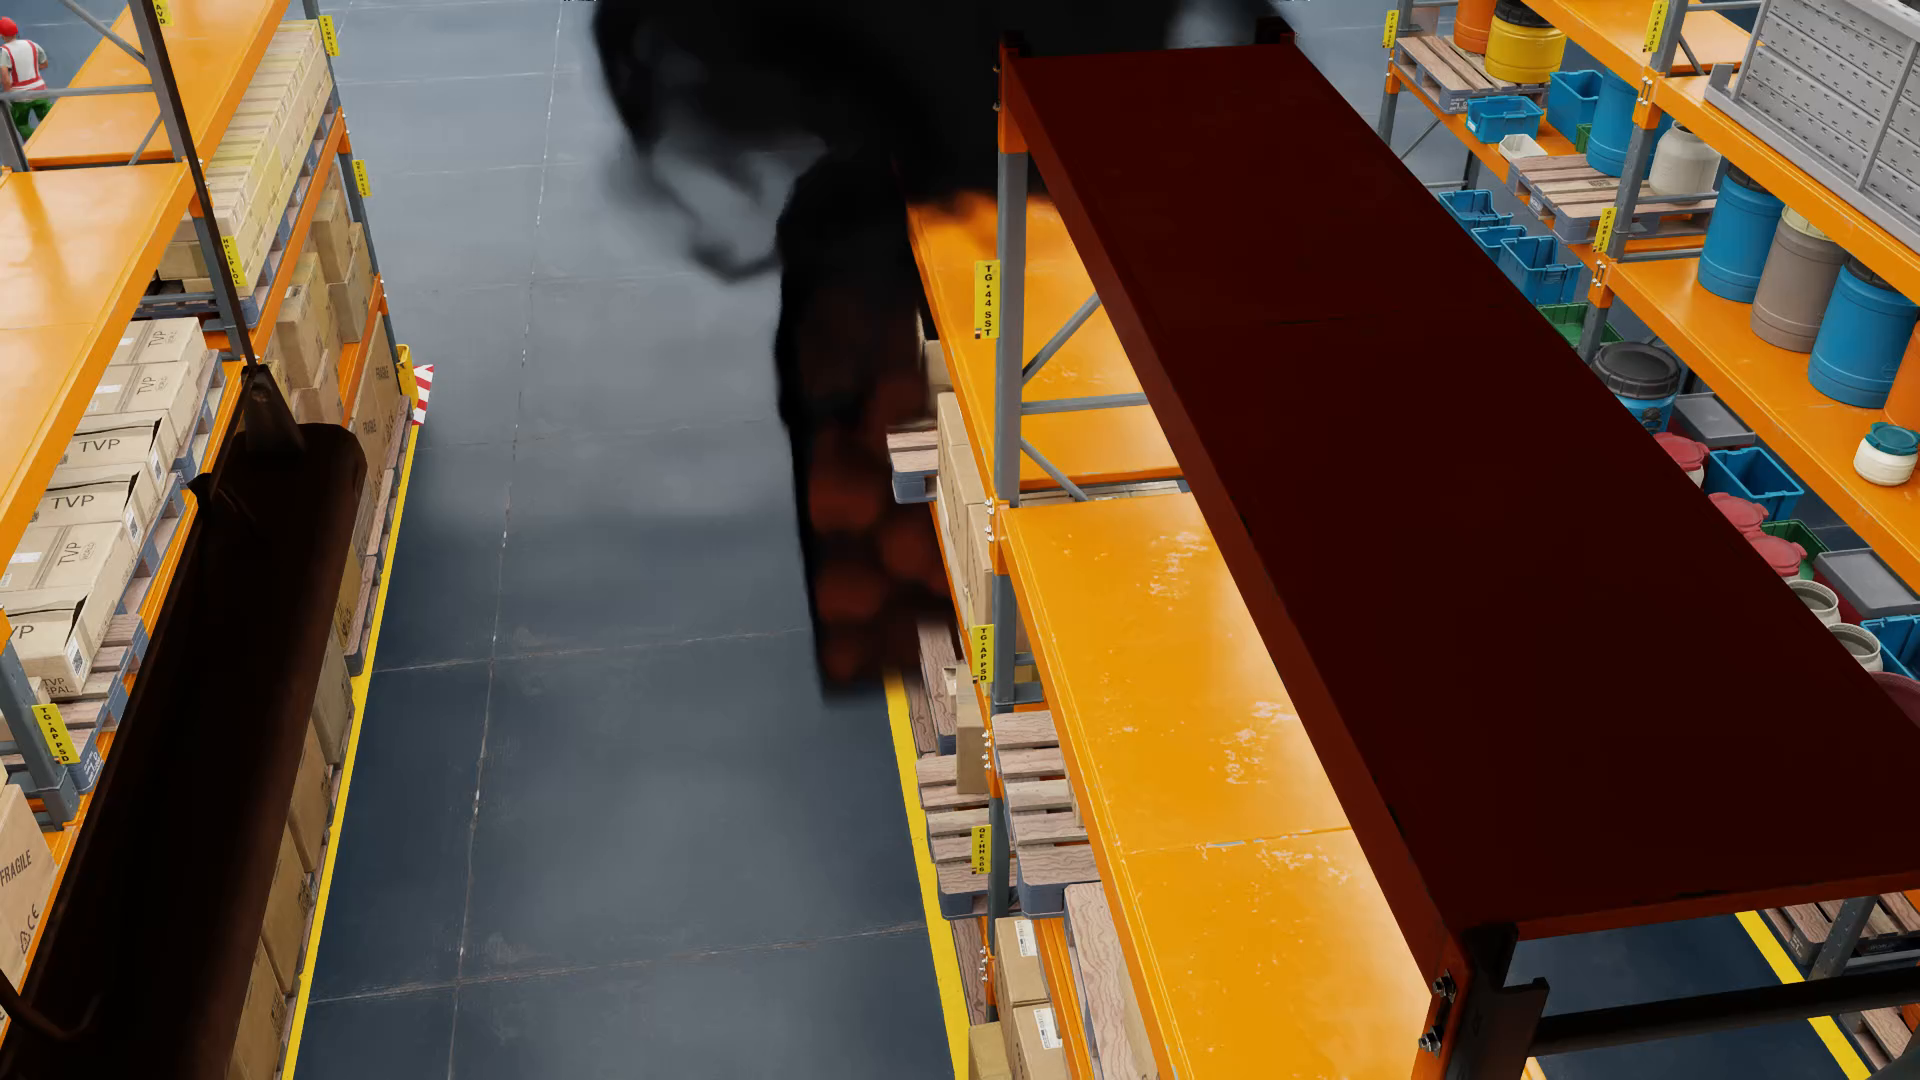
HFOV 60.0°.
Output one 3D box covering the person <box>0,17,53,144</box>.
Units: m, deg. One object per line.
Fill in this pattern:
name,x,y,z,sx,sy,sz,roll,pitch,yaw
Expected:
person,-10.448,-4.958,18.697,0.777,1.852,0.664,26,43,31
